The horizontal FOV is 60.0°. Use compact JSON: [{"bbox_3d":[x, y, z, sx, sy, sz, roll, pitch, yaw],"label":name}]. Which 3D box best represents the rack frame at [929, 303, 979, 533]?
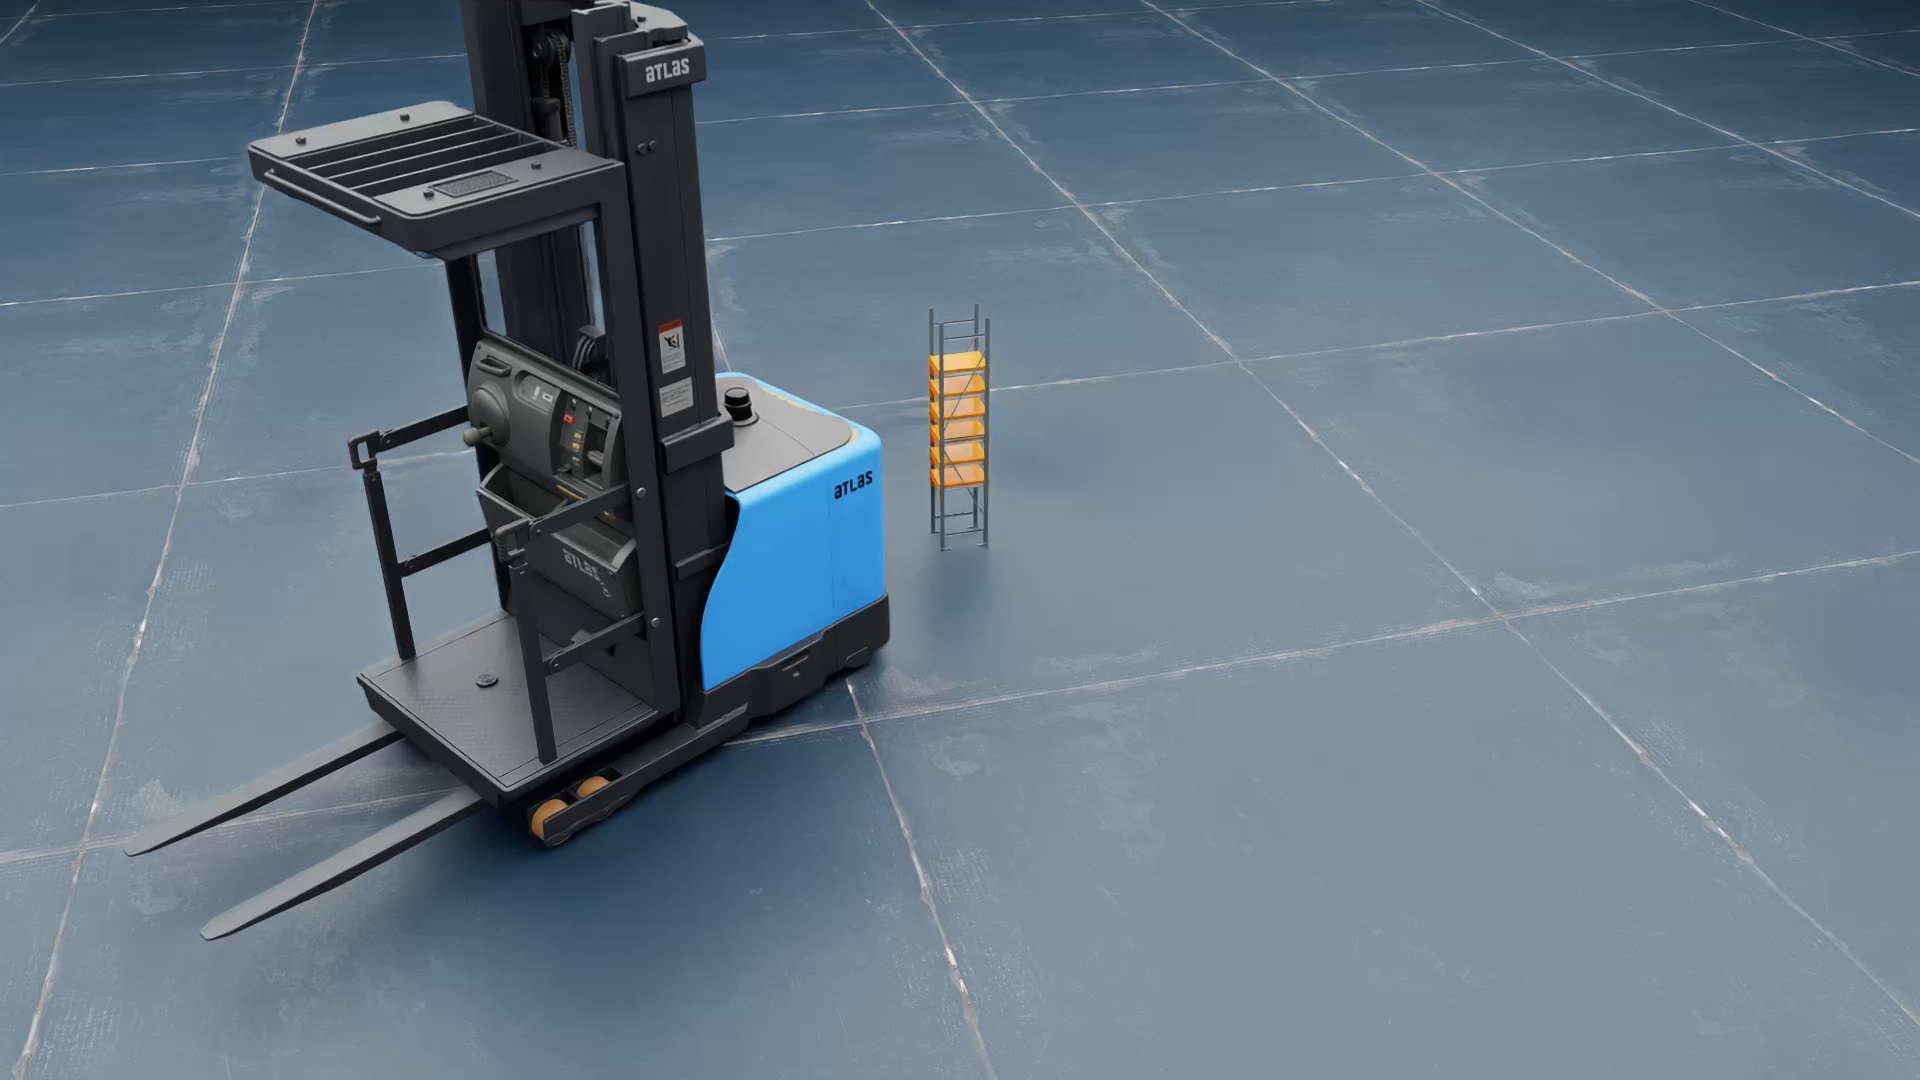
[{"bbox_3d":[-0.028,-0.570,8.038,0.240,1.200,0.006,-8,31,-13],"label":"rack frame"}]

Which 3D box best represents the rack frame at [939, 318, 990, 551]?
[{"bbox_3d":[0.020,-0.482,7.885,0.240,1.200,0.006,-8,31,-13],"label":"rack frame"}]

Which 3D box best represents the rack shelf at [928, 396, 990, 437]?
[{"bbox_3d":[-0.004,-0.592,7.924,0.258,0.103,0.180,-8,31,-13],"label":"rack shelf"}]

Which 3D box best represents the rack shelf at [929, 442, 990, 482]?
[{"bbox_3d":[-0.004,-0.384,8.044,0.258,0.103,0.180,-8,31,-13],"label":"rack shelf"}]

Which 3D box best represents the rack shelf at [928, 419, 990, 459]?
[{"bbox_3d":[-0.004,-0.488,7.984,0.258,0.103,0.180,-8,31,-13],"label":"rack shelf"}]

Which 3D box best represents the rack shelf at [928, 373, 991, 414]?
[{"bbox_3d":[-0.004,-0.696,7.864,0.258,0.103,0.180,-8,31,-13],"label":"rack shelf"}]

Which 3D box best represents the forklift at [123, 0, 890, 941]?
[{"bbox_3d":[-1.692,-0.412,6.036,1.130,2.935,3.031,26,39,37],"label":"forklift"}]

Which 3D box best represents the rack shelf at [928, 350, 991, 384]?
[{"bbox_3d":[-0.004,-0.799,7.803,0.258,0.103,0.180,-8,31,-13],"label":"rack shelf"}]

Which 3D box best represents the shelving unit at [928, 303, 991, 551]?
[{"bbox_3d":[-0.004,-0.526,7.962,0.258,1.200,0.189,-8,31,-13],"label":"shelving unit"}]

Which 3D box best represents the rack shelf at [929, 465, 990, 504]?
[{"bbox_3d":[-0.004,-0.280,8.104,0.258,0.103,0.180,-8,31,-13],"label":"rack shelf"}]
